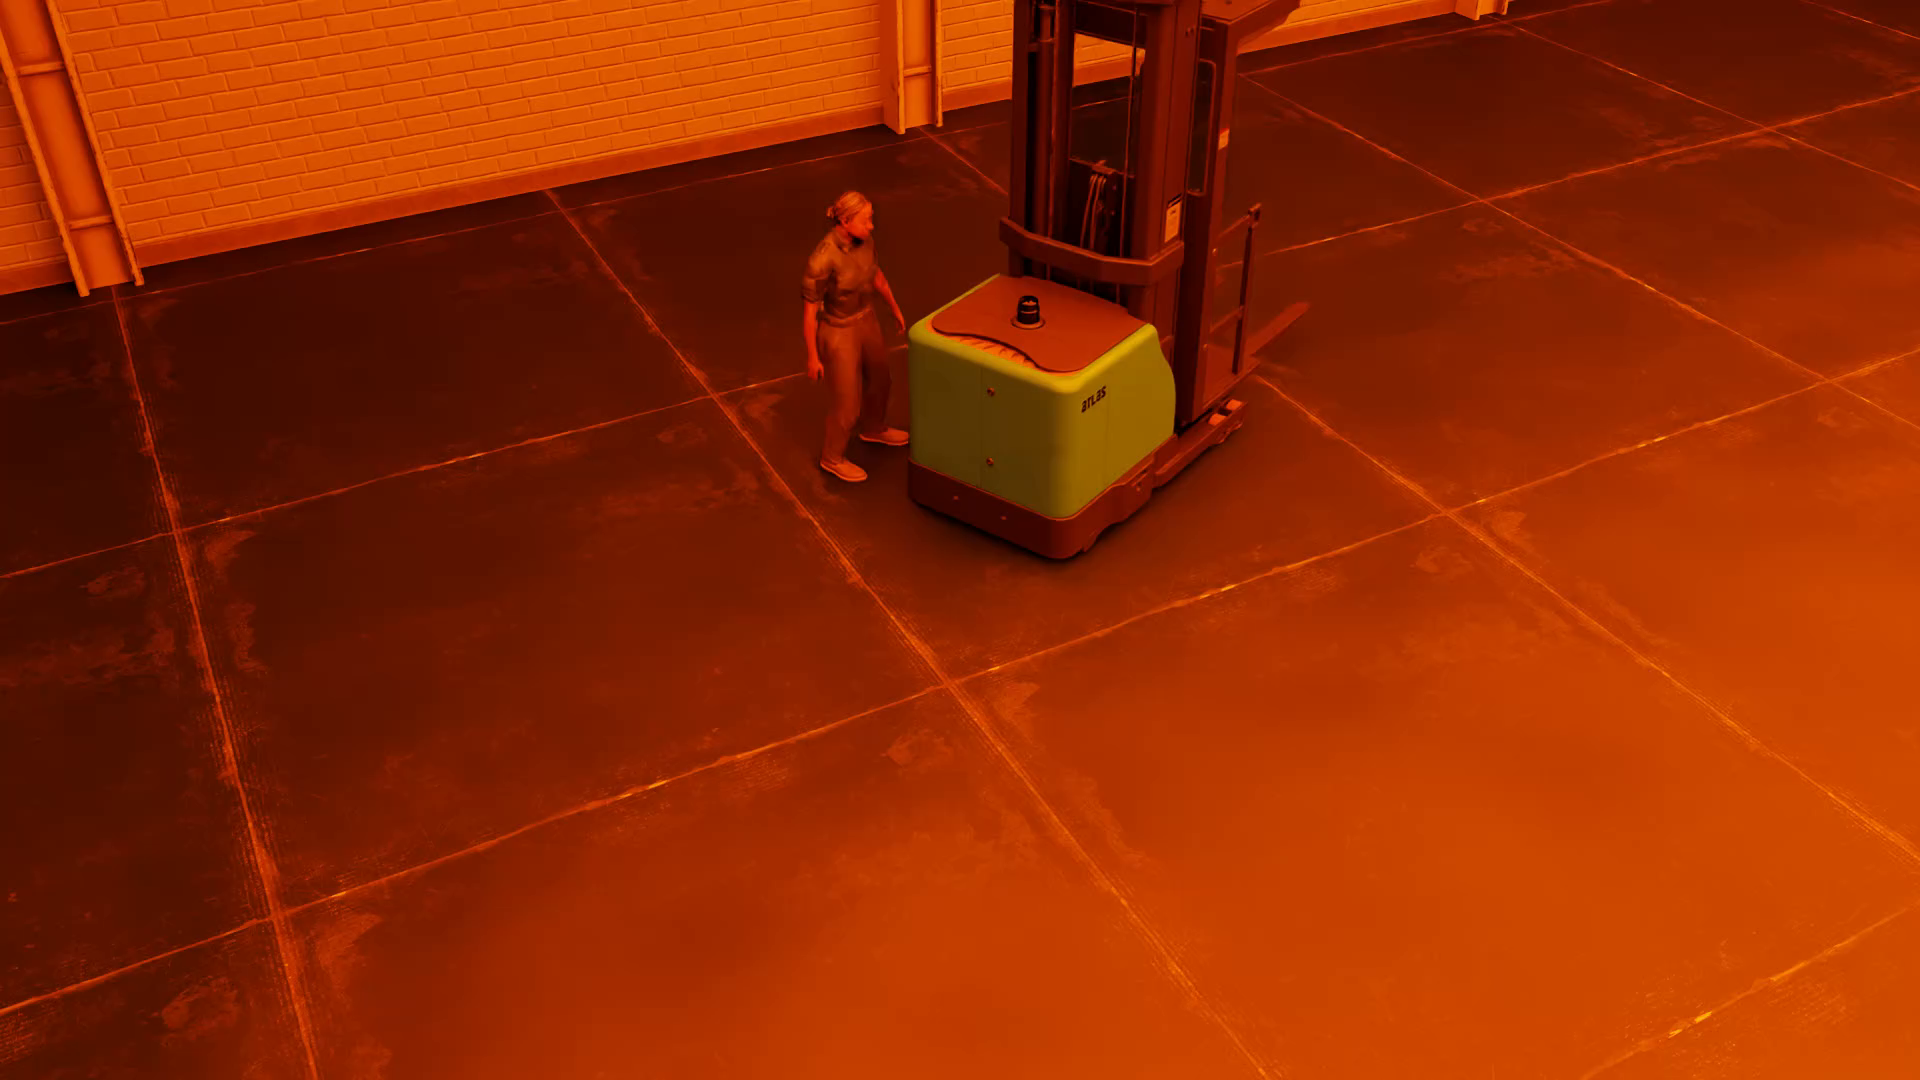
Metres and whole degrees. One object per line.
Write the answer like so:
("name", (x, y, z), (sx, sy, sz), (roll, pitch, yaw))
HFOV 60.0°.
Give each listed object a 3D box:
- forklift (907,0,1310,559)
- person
("forklift", (1.007, -1.898, 8.808), (1.130, 2.935, 3.031), (23, 41, 29))
("person", (-0.561, -1.101, 8.807), (0.316, 1.636, 0.714), (22, 41, 28))
